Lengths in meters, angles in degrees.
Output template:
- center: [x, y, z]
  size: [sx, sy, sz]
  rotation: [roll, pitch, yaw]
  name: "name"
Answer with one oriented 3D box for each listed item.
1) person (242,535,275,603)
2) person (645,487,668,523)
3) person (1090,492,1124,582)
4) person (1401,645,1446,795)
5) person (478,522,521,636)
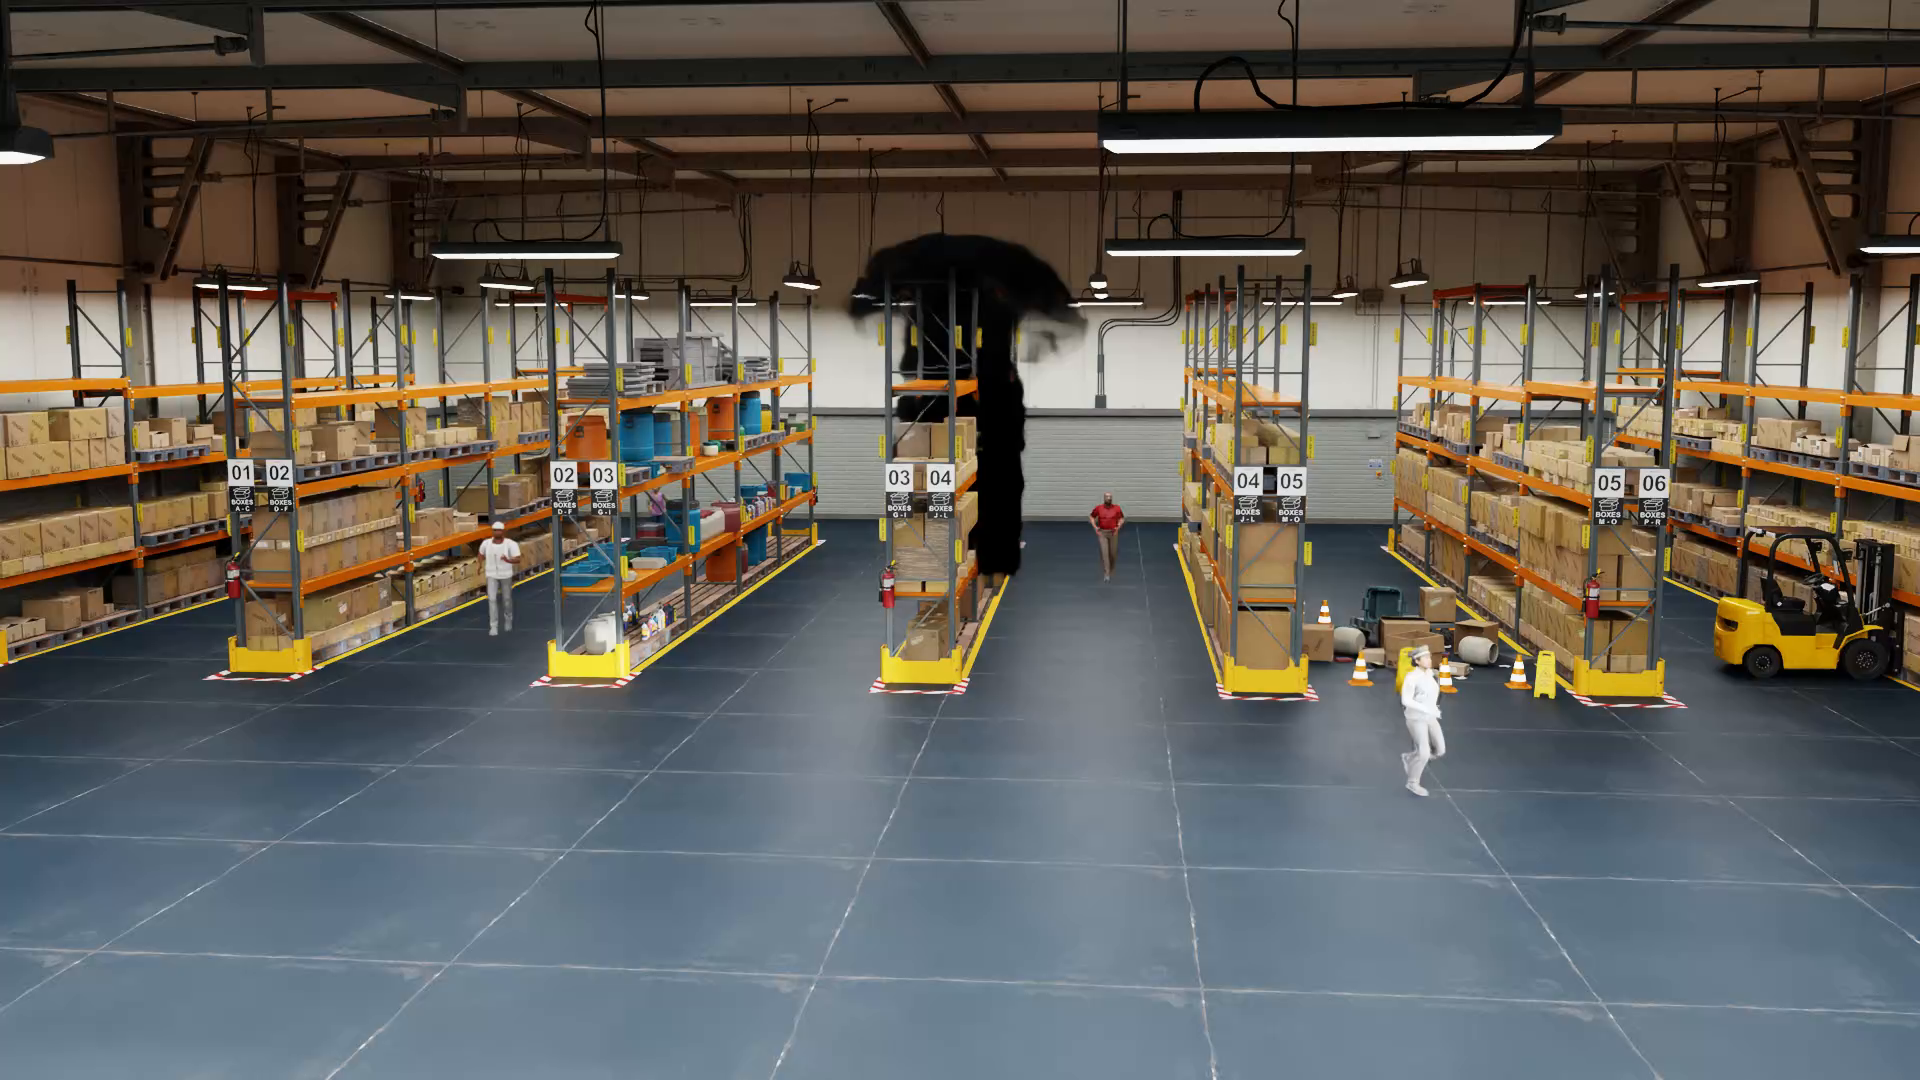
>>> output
- center: [-11.577, 0.762, 27.442]
  size: [0.695, 1.780, 1.046]
  rotation: [0, 7, -2]
  name: "person"
- center: [-7.244, -0.597, 39.826]
  size: [0.570, 1.554, 0.486]
  rotation: [-1, 7, -6]
  name: "person"
- center: [2.880, -0.070, 32.585]
  size: [0.672, 1.744, 0.661]
  rotation: [0, 7, 1]
  name: "person"
- center: [5.099, 1.970, 18.298]
  size: [0.658, 1.665, 0.537]
  rotation: [-6, 9, -42]
  name: "person"
- center: [-7.345, 0.604, 26.502]
  size: [0.698, 1.801, 0.917]
  rotation: [-1, 7, -8]
  name: "person"
